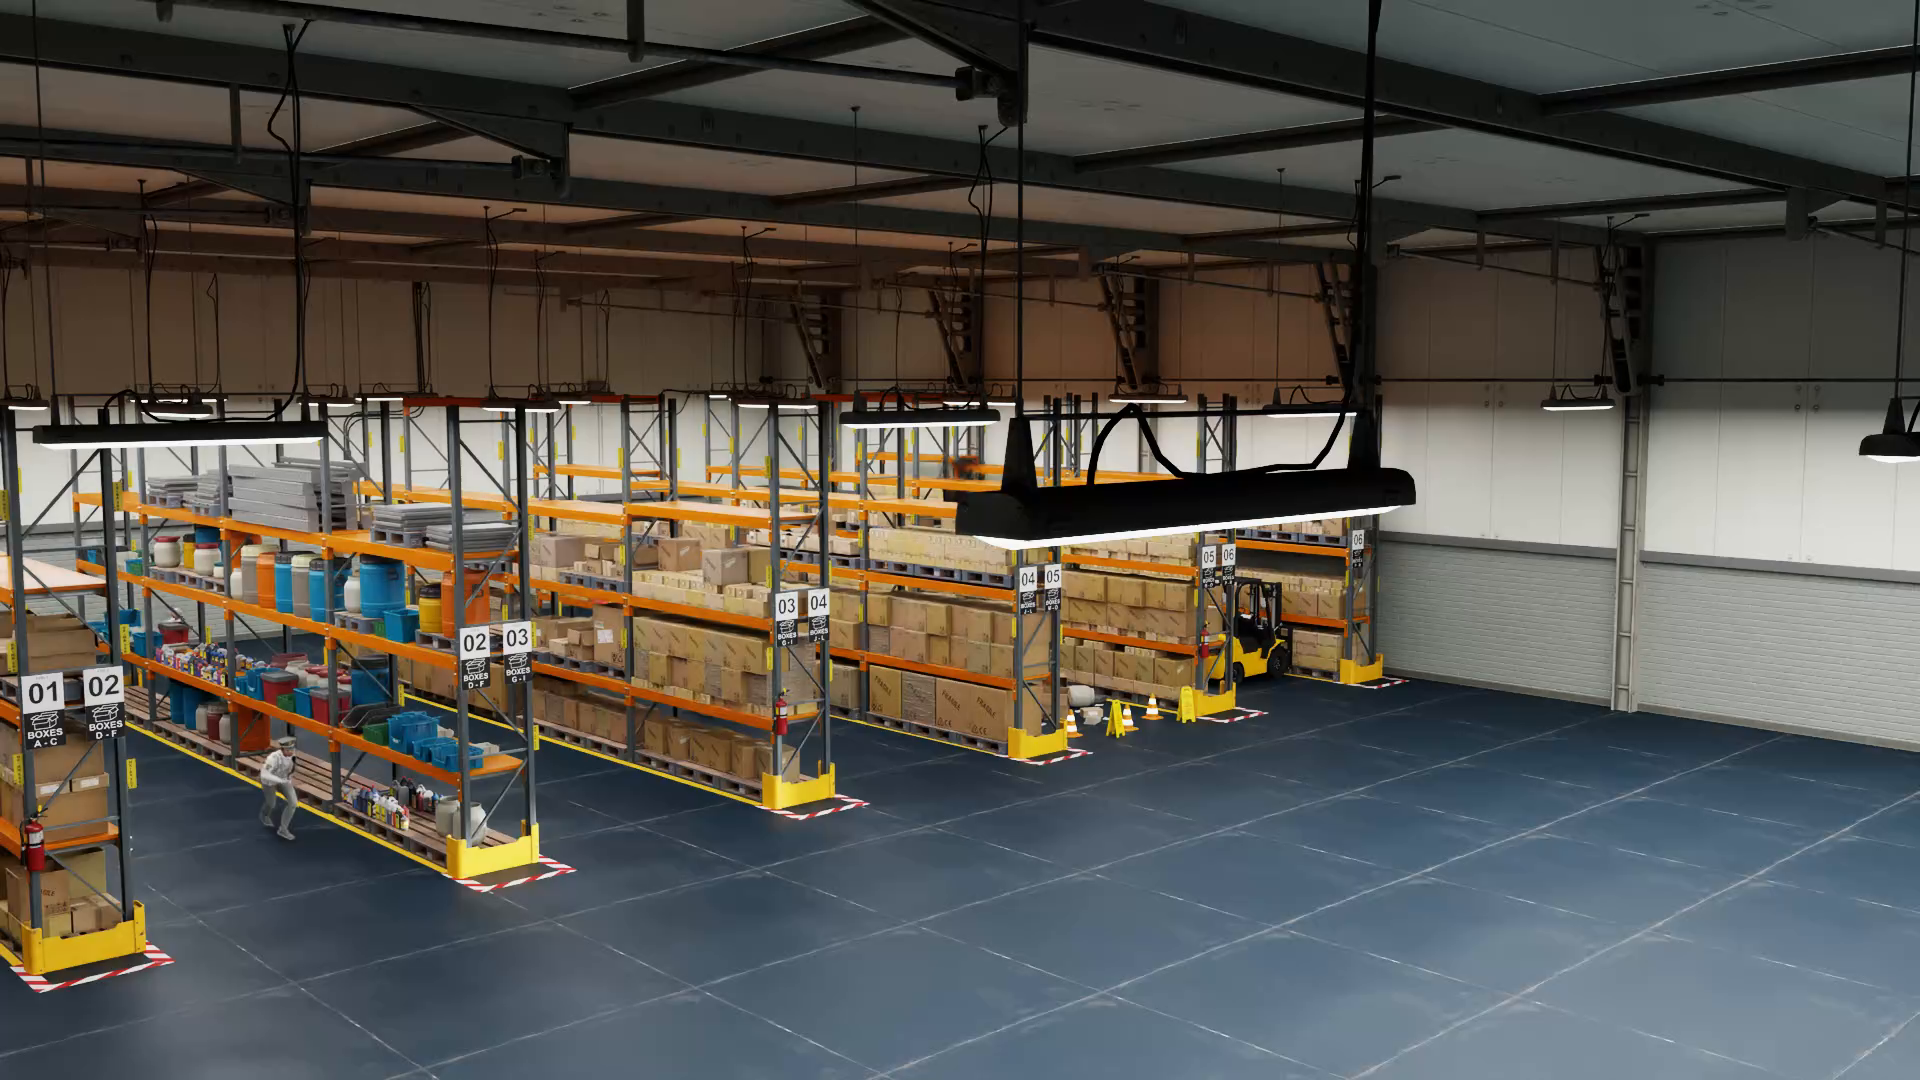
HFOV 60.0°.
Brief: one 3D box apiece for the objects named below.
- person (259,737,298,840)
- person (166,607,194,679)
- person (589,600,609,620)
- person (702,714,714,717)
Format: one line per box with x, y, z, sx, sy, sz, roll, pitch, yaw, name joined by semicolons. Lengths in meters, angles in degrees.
-9.518;3.401;23.059;1.101;1.468;0.596;4;7;38;person
-16.295;2.191;34.597;0.696;1.656;0.750;1;6;9;person
-7.356;2.111;34.531;0.667;1.756;0.631;-5;7;-41;person
-4.751;2.525;31.258;0.800;1.581;0.576;3;6;26;person
